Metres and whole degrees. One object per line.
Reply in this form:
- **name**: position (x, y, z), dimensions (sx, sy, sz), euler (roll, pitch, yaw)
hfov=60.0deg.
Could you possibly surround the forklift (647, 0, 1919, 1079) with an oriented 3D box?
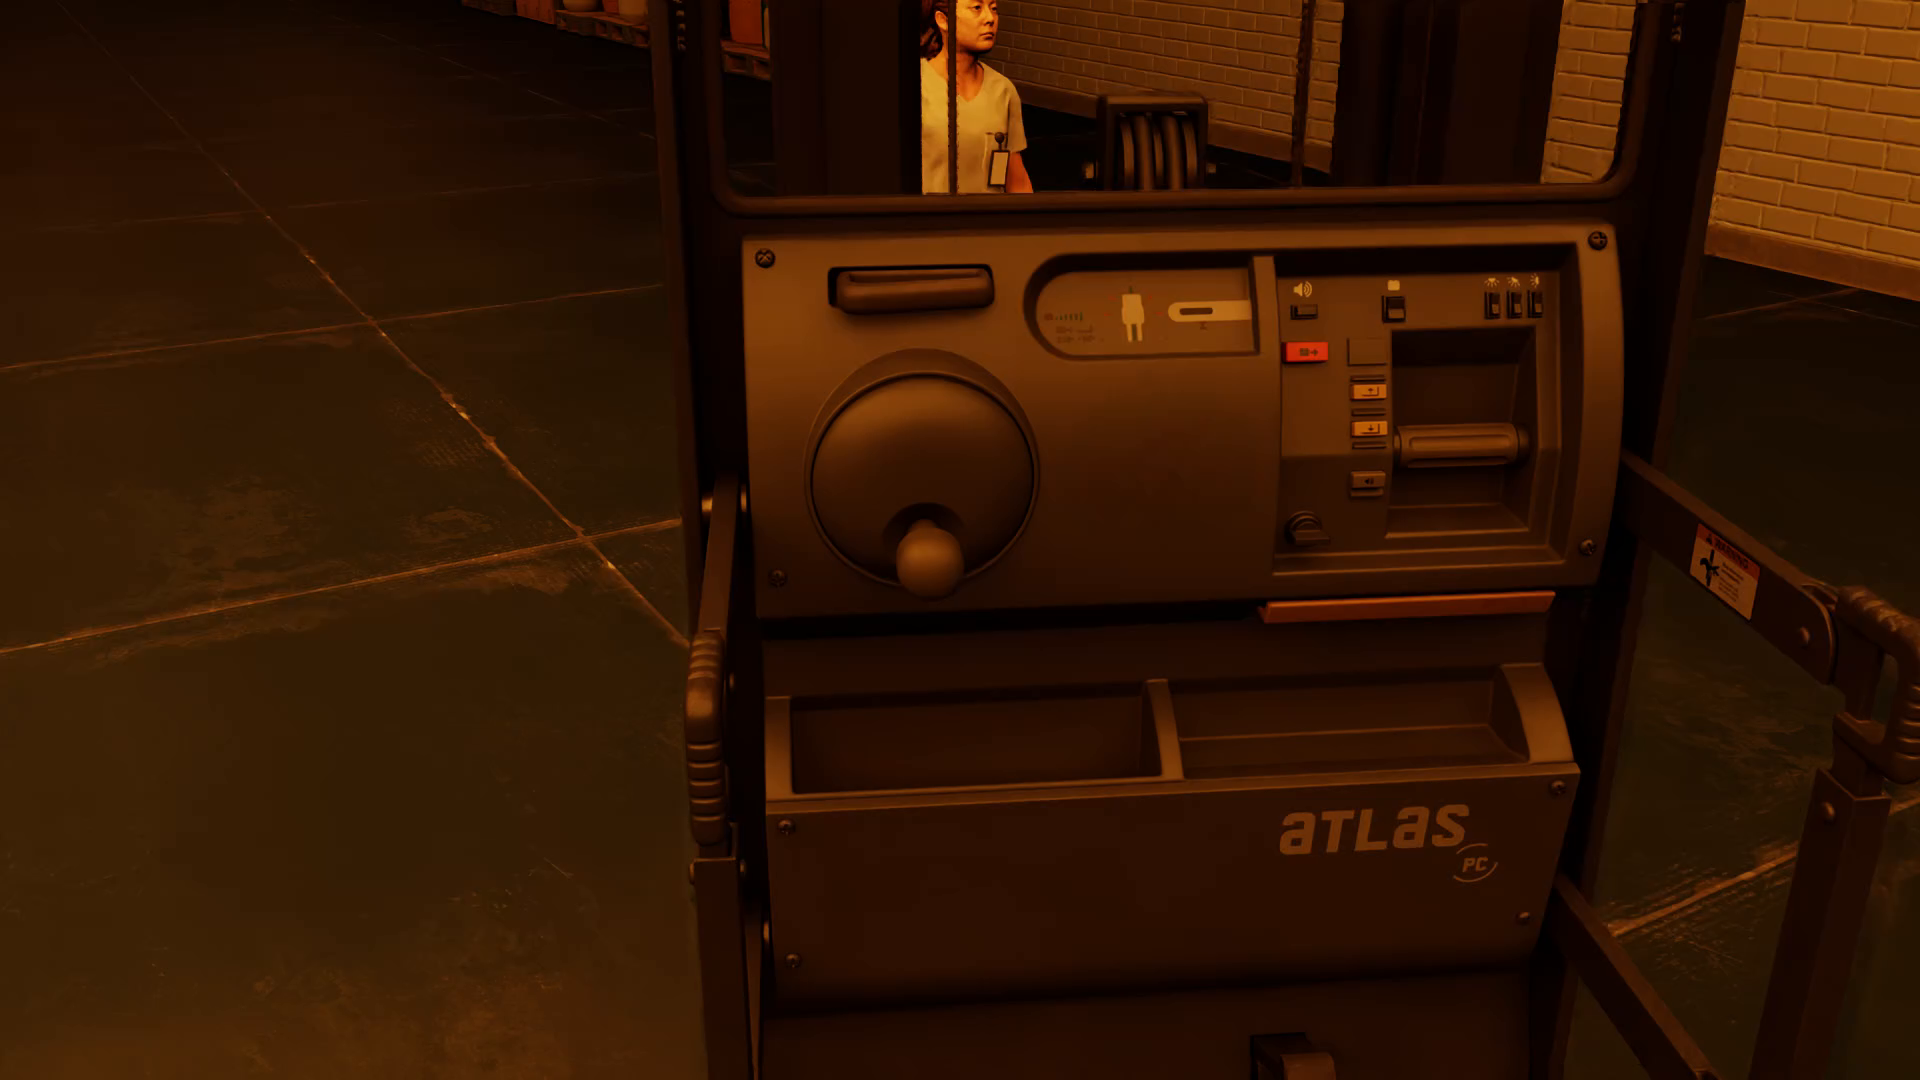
- **forklift**: position (0.265, -0.116, 1.555), dimensions (1.130, 2.935, 3.031), euler (-2, 22, -5)

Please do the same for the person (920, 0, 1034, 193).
- **person**: position (0.025, -0.755, 4.748), dimensions (0.549, 1.675, 0.549), euler (-12, 25, -28)
